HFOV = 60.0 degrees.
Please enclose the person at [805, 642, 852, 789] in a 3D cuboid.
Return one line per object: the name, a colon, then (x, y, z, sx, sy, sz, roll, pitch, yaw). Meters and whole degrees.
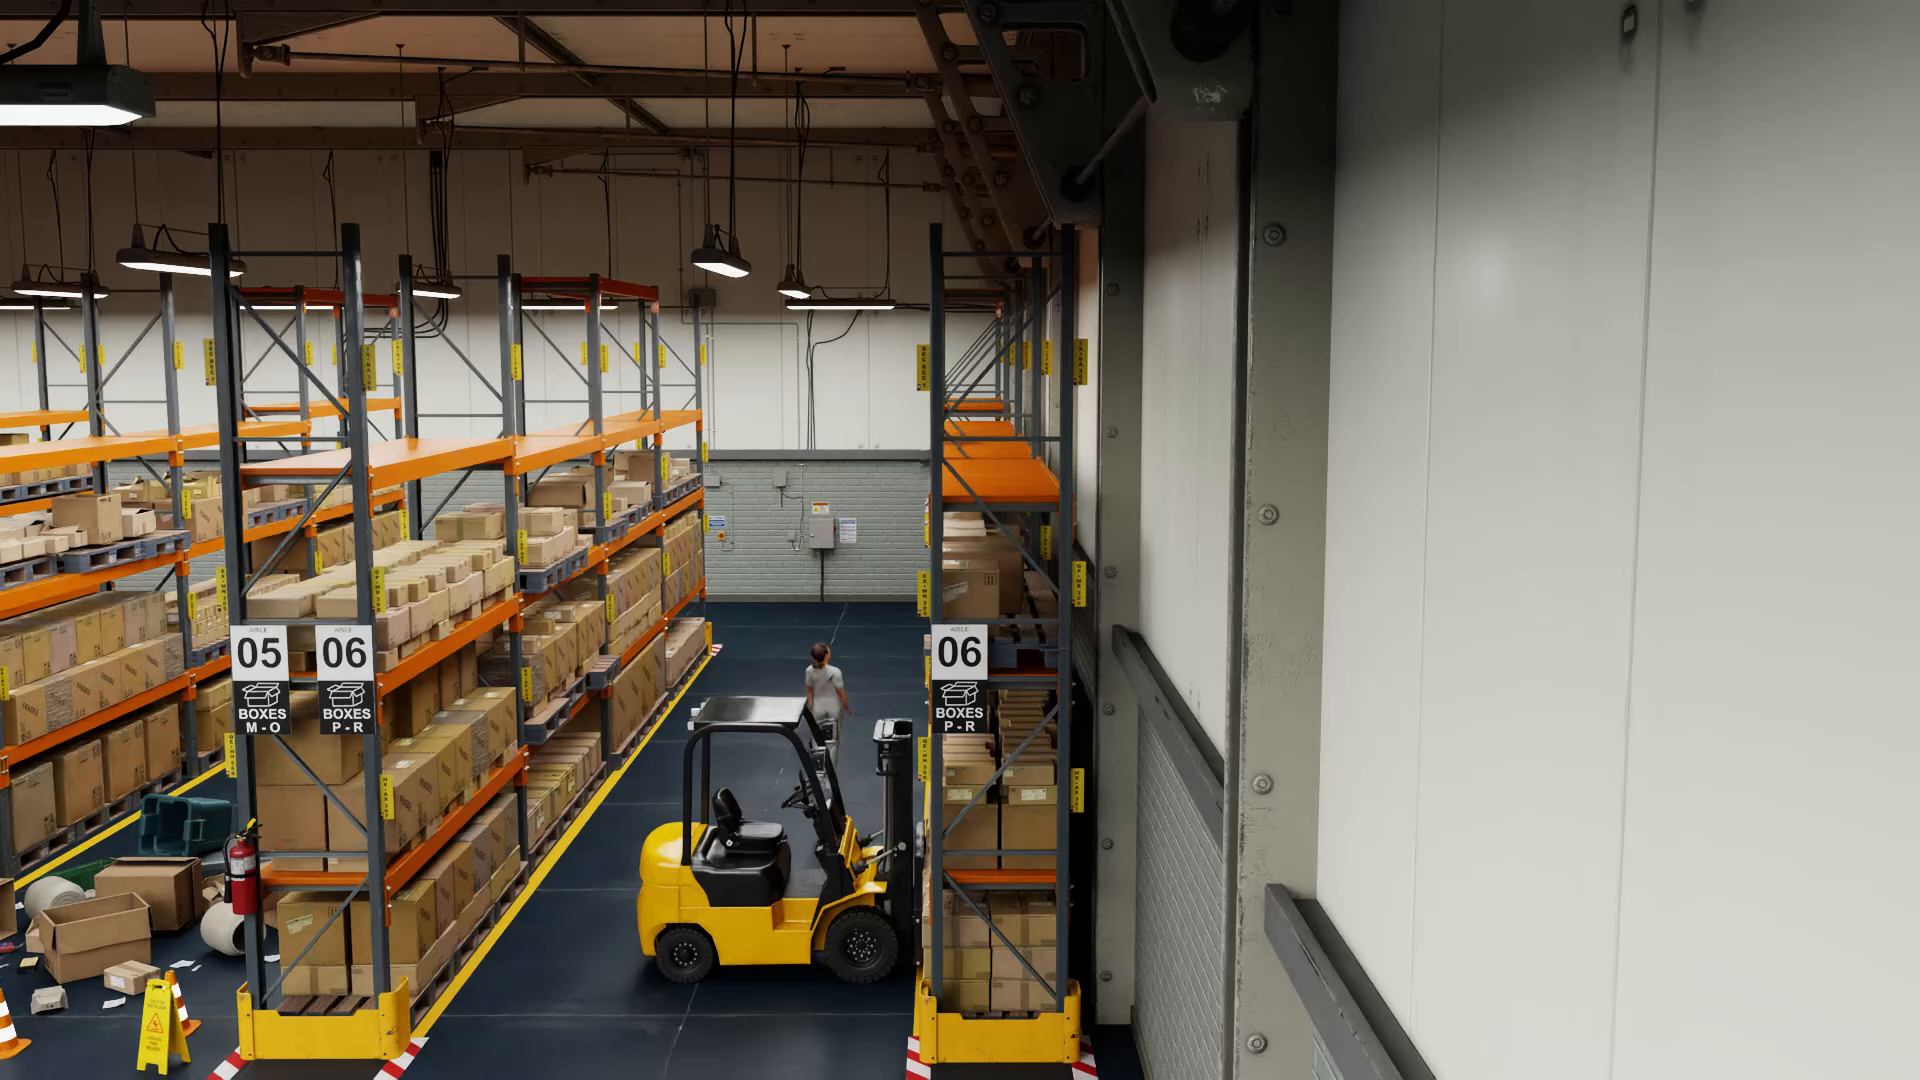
person: (-1.456, 1.916, 18.310, 0.498, 1.640, 0.476, 0, 7, 4)
